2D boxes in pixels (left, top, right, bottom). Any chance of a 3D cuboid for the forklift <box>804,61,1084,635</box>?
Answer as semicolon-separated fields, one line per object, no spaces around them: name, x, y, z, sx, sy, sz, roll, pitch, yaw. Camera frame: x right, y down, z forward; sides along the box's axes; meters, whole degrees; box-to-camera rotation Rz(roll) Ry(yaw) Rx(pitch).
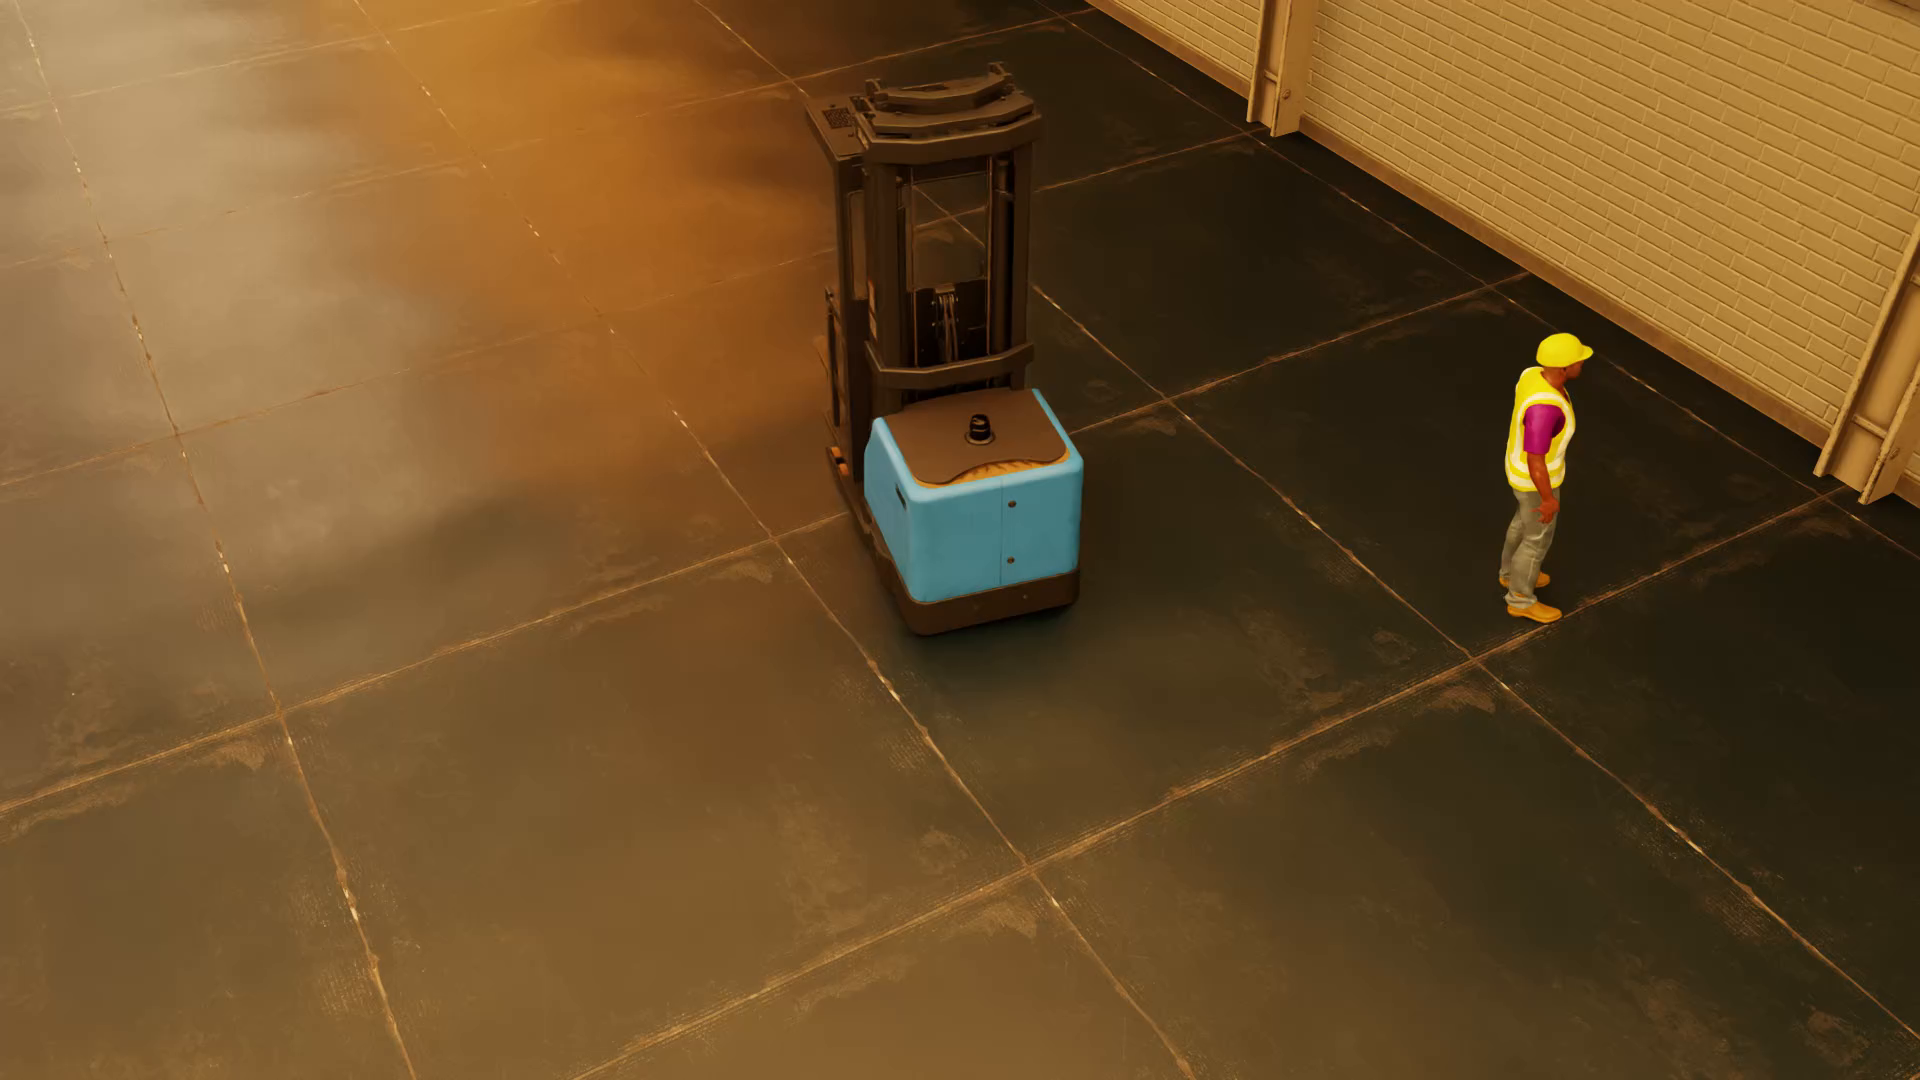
forklift;-0.238;-1.531;9.882;1.130;2.935;3.031;-12;41;-14

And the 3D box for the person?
person;3.313;-0.375;9.404;0.517;1.775;0.662;7;40;8
